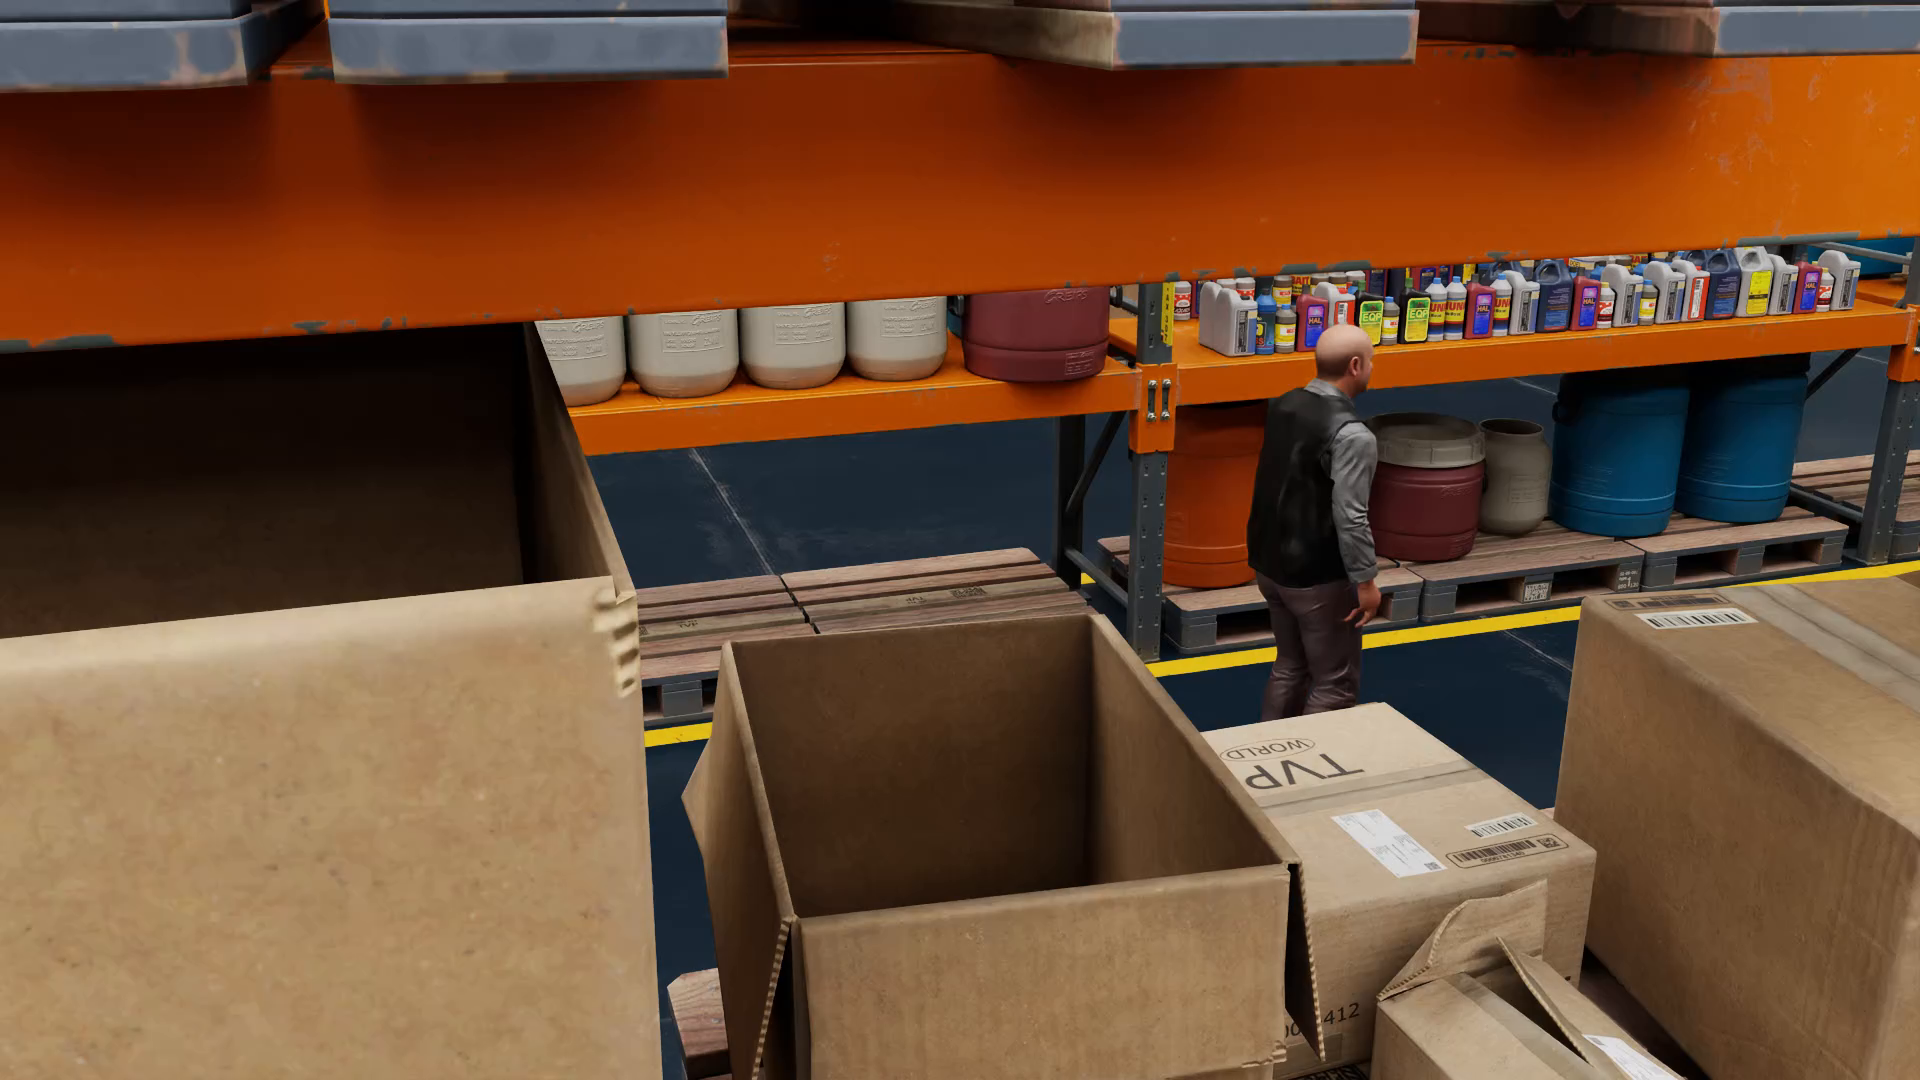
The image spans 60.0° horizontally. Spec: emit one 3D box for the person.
[{"bbox_3d":[1.219,0.108,5.789,0.414,1.721,0.589,-7,20,-19],"label":"person"}]
